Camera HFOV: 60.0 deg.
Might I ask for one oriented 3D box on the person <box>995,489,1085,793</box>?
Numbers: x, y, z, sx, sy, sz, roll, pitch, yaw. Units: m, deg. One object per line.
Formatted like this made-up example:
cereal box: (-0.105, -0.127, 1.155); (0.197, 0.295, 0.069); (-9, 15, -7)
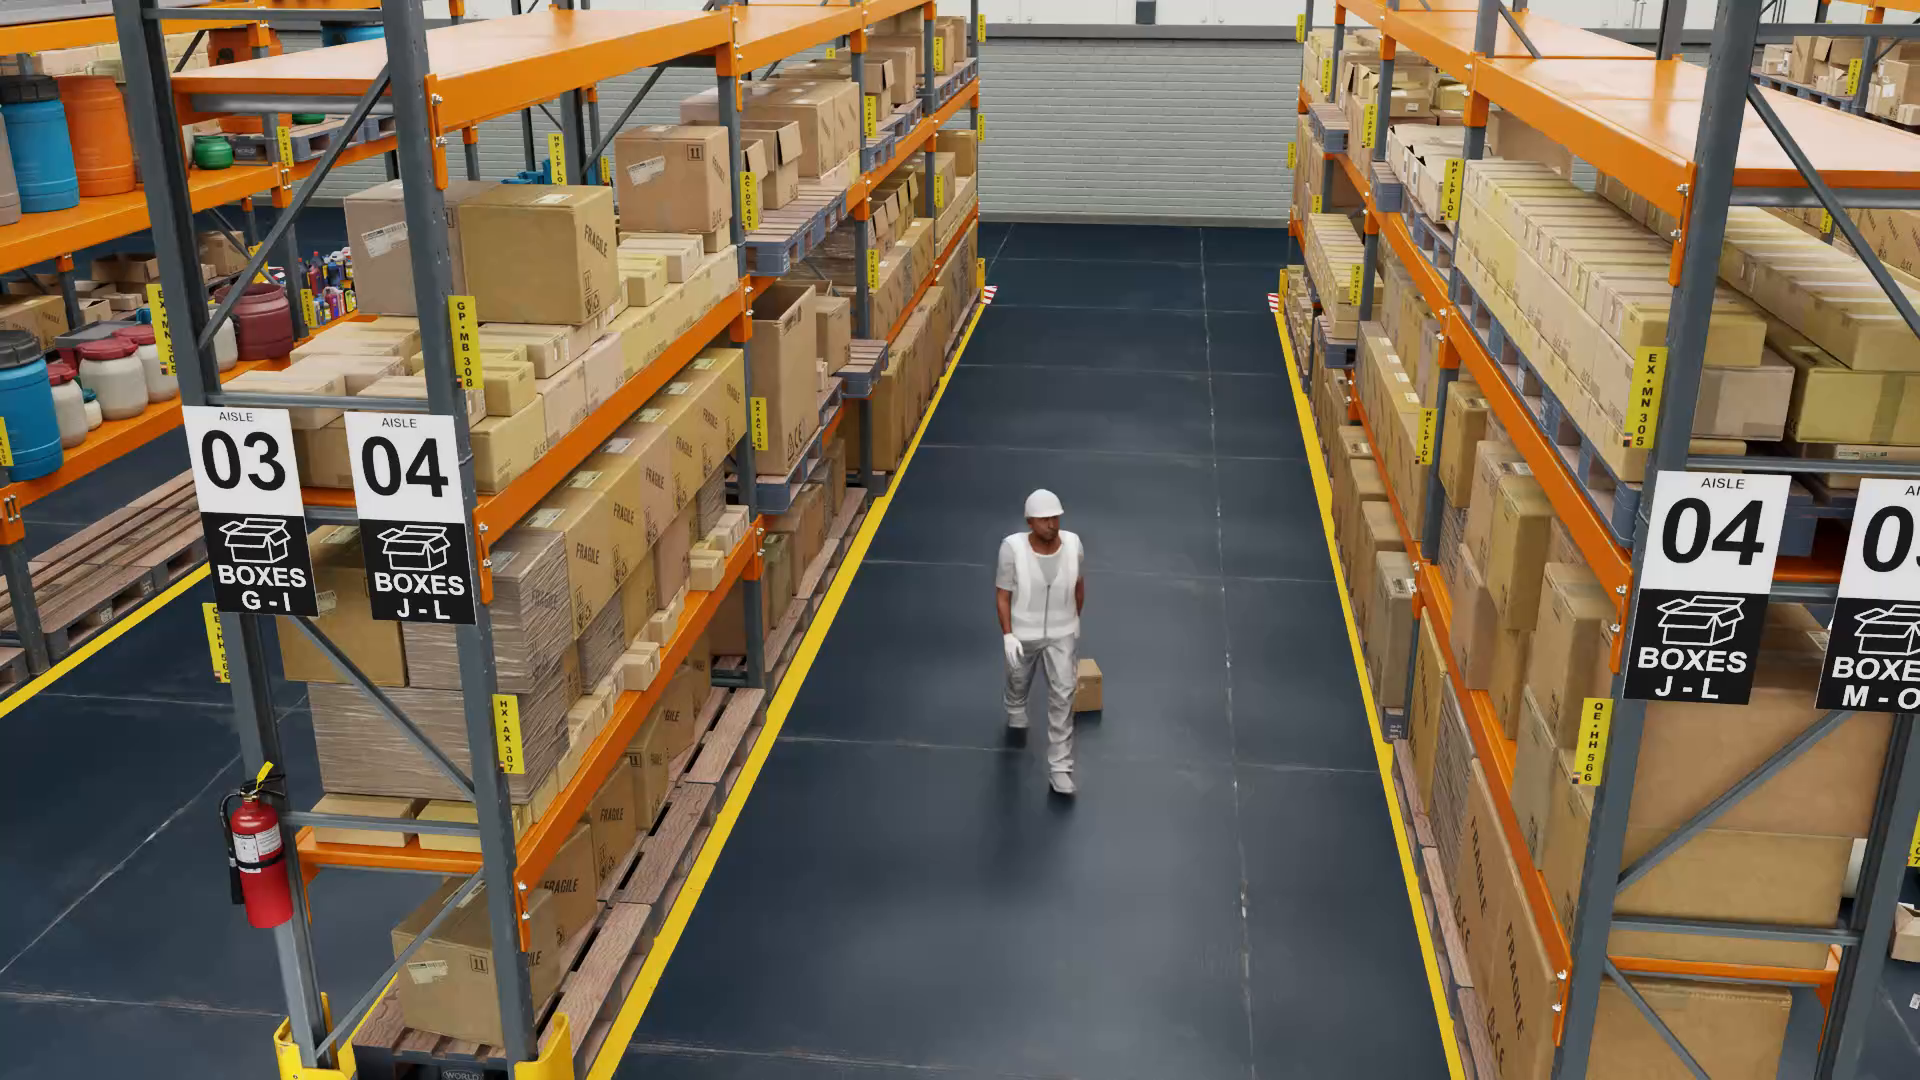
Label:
person: (0.470, 0.525, 9.714); (0.542, 1.740, 1.083); (-2, 21, -6)
